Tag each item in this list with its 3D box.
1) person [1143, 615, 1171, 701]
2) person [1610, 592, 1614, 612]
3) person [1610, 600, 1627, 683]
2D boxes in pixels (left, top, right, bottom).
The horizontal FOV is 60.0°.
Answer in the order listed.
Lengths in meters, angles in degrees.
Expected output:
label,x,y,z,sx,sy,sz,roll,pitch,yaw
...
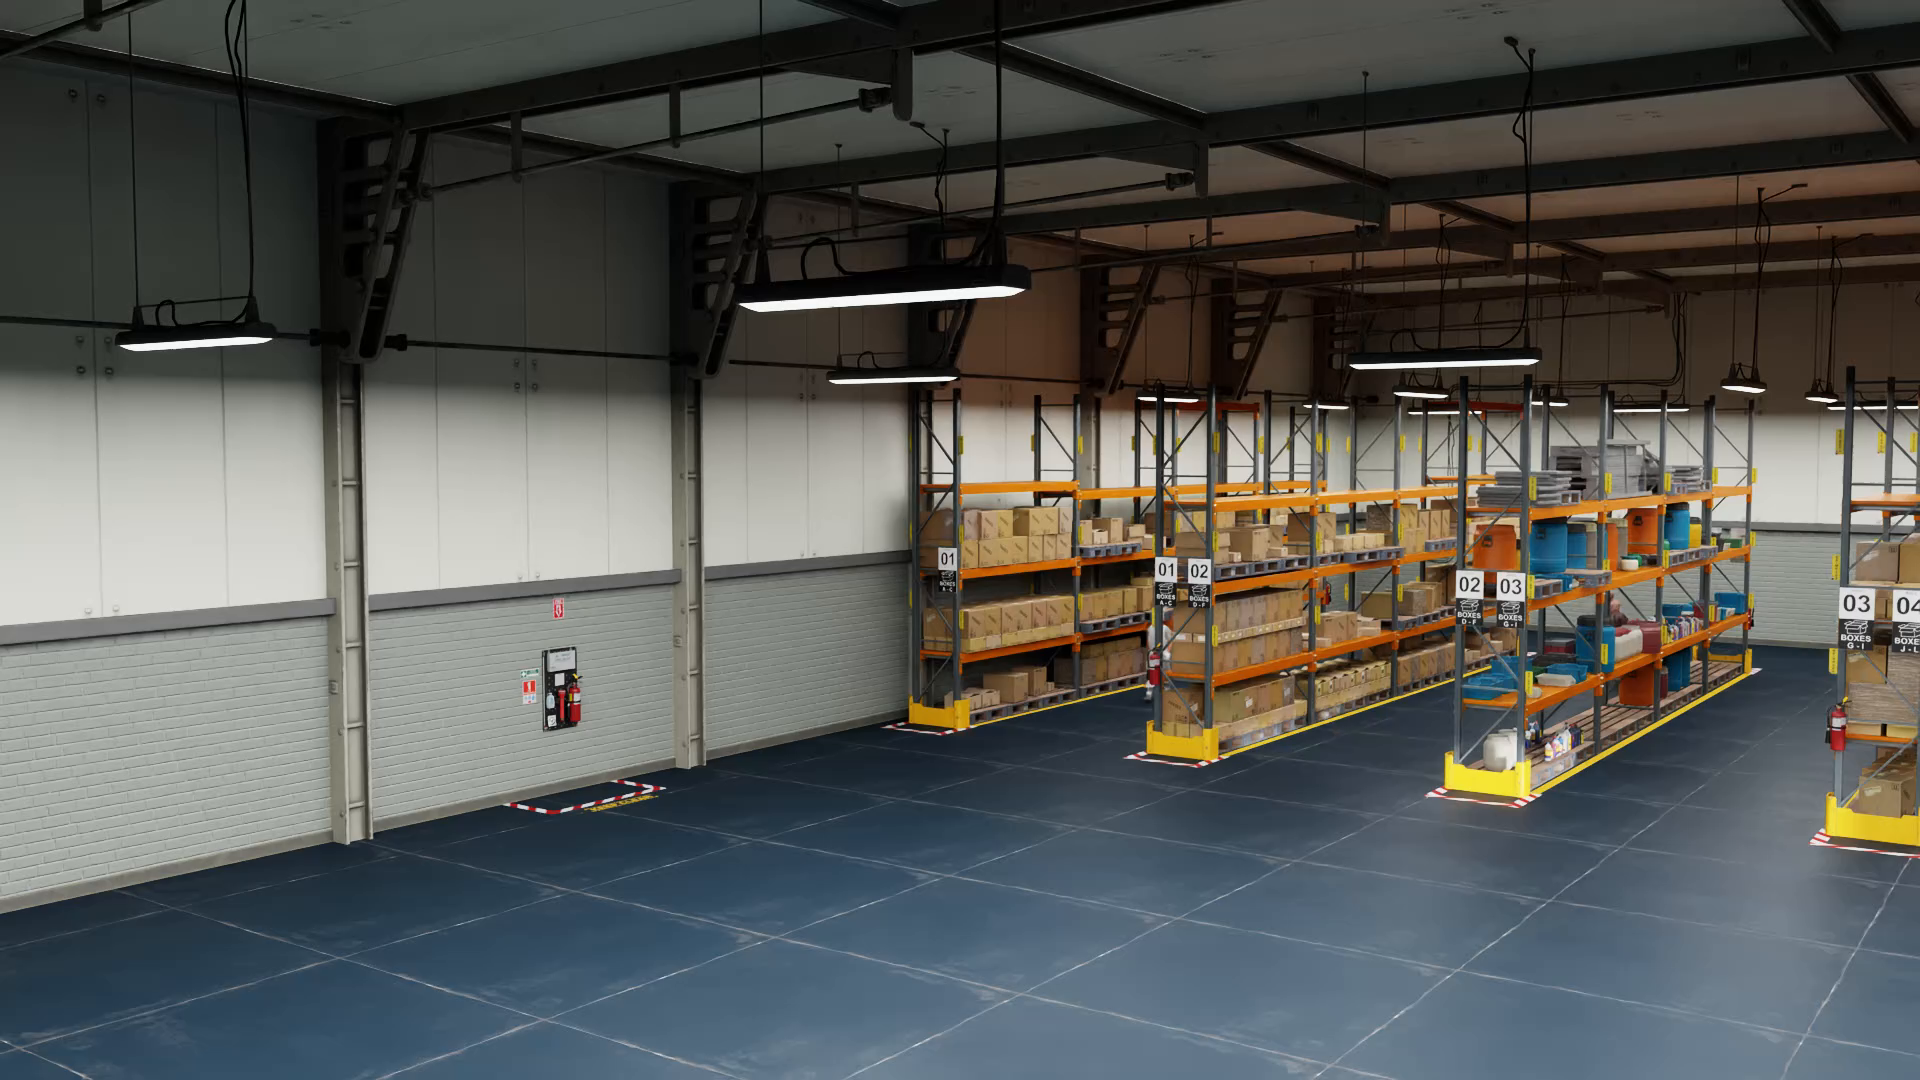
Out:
label,x,y,z,sx,sy,sz,roll,pitch,yaw
person,3.893,2.257,32.626,0.555,1.739,1.093,1,3,21
person,15.120,2.001,38.793,0.597,1.605,0.458,1,4,22
person,13.571,2.131,34.760,0.920,1.759,0.620,0,3,-3
